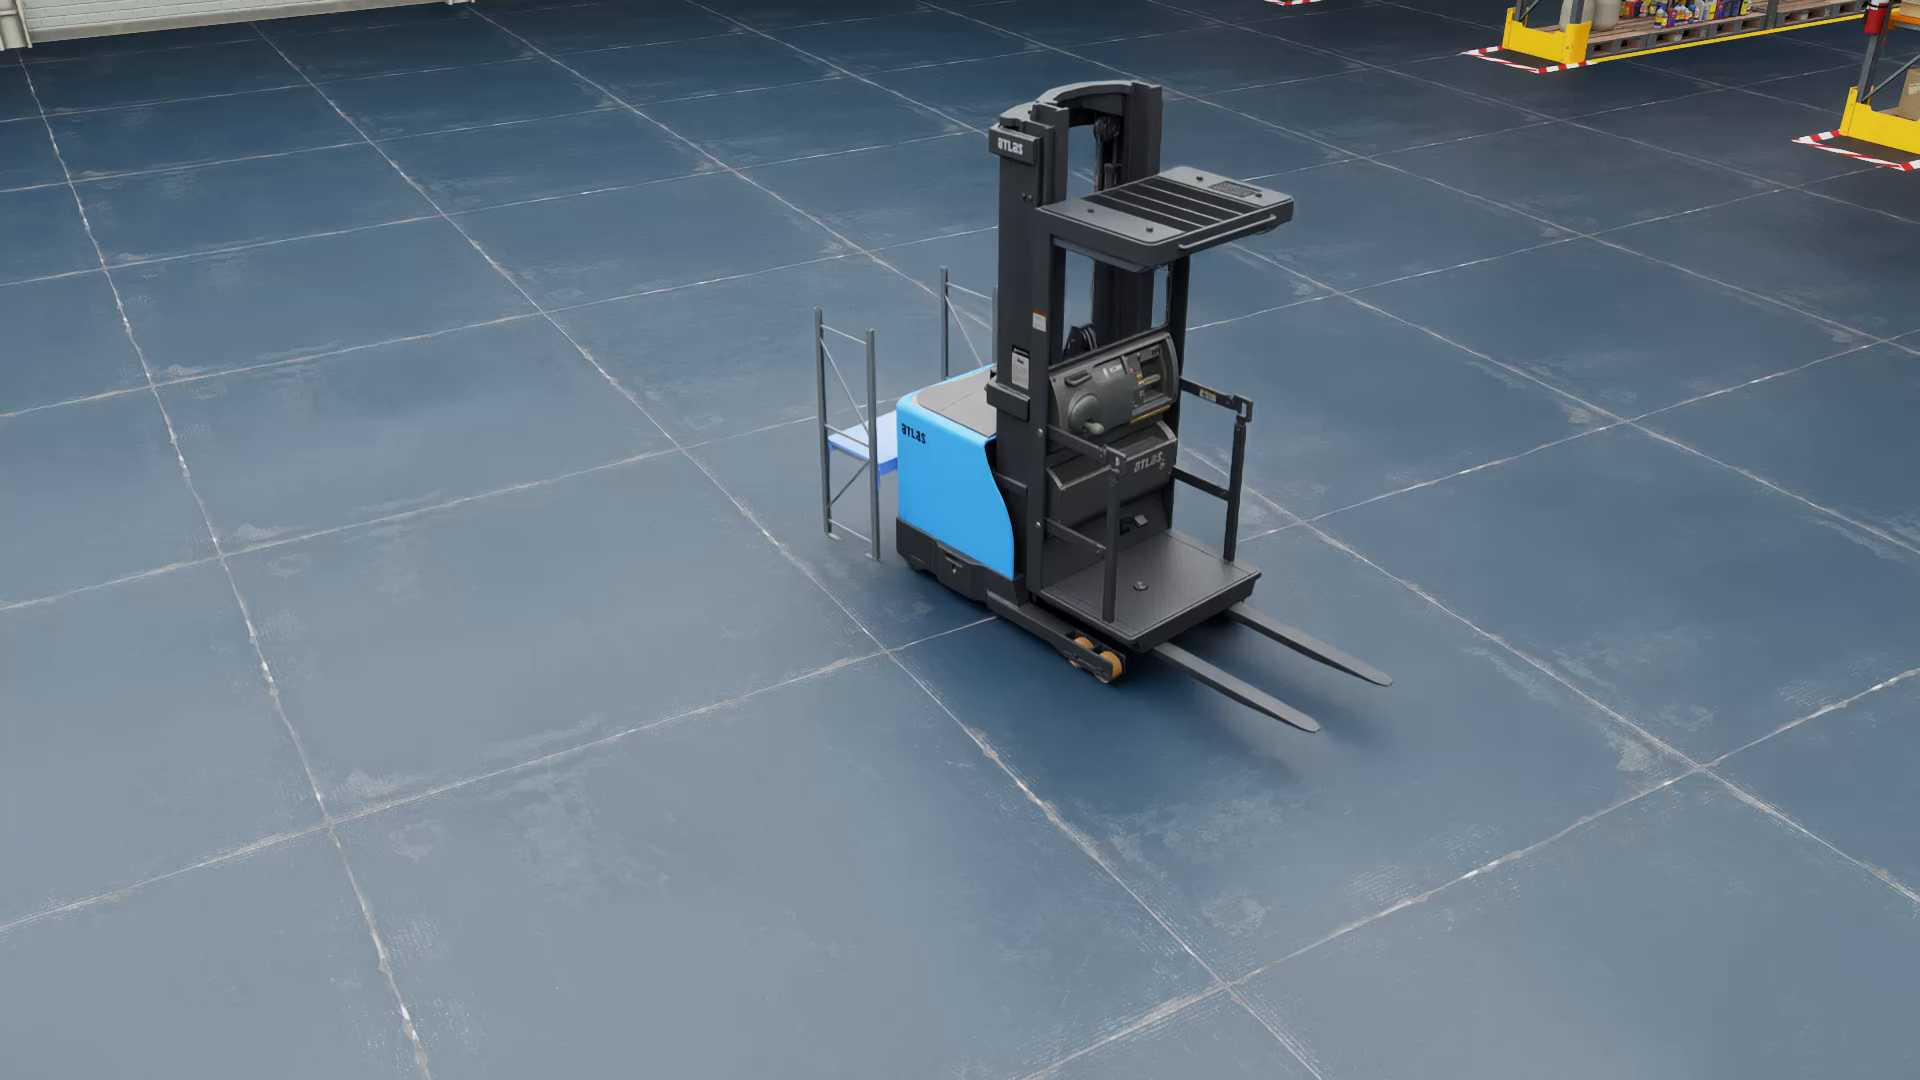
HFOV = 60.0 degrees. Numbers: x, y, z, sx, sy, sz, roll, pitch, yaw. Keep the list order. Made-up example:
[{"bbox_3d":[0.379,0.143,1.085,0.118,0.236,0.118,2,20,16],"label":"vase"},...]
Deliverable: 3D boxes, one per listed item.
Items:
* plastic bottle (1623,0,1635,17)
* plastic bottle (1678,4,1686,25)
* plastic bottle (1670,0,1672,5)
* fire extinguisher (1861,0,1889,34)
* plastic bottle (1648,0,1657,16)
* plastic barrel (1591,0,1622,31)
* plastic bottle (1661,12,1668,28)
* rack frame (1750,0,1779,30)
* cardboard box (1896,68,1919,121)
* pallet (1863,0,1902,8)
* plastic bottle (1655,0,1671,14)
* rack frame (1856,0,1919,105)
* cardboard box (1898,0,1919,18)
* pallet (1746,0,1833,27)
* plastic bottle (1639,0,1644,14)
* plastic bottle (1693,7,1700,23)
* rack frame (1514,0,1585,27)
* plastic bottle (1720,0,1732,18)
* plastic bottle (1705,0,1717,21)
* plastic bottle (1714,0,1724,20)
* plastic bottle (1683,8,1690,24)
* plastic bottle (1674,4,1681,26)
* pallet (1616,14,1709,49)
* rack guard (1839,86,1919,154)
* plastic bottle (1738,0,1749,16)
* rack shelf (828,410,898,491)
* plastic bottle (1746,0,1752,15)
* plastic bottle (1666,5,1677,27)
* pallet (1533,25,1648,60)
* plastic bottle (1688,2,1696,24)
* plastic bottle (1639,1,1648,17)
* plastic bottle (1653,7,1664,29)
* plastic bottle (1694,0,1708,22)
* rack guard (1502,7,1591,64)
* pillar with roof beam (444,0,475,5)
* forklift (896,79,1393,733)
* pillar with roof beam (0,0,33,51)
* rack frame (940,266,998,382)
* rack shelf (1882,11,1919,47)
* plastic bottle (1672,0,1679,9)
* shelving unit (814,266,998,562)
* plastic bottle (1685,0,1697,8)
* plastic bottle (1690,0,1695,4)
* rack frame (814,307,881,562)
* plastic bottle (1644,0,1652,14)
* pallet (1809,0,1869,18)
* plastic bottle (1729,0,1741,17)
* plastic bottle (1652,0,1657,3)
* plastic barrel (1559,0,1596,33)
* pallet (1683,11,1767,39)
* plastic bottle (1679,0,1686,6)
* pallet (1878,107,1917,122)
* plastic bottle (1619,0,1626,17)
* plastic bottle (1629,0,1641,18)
[{"bbox_3d":[9.253,-7.382,22.984,0.135,0.276,0.152,-16,33,-26],"label":"plastic bottle"},{"bbox_3d":[9.763,-7.120,22.514,0.097,0.271,0.097,0,29,0],"label":"plastic bottle"},{"bbox_3d":[9.932,-7.554,23.301,0.097,0.271,0.097,0,29,0],"label":"plastic bottle"},{"bbox_3d":[9.837,-5.766,17.772,0.183,0.674,0.296,-16,33,-26],"label":"fire extinguisher"},{"bbox_3d":[9.612,-7.386,23.068,0.097,0.201,0.097,0,29,0],"label":"plastic bottle"},{"bbox_3d":[8.621,-7.110,22.267,0.421,0.512,0.421,0,29,0],"label":"plastic barrel"},{"bbox_3d":[9.471,-7.006,22.380,0.097,0.201,0.097,0,29,0],"label":"plastic bottle"},{"bbox_3d":[11.109,-8.679,22.970,0.127,3.000,1.000,-16,33,-26],"label":"rack frame"},{"bbox_3d":[10.716,-4.872,18.224,0.500,0.500,0.500,-10,30,-17],"label":"cardboard box"},{"bbox_3d":[13.870,-8.263,25.103,1.213,0.211,1.003,-16,33,-26],"label":"pallet"},{"bbox_3d":[9.770,-7.448,23.104,0.135,0.276,0.152,-16,33,-26],"label":"plastic bottle"},{"bbox_3d":[10.170,-5.636,17.457,0.127,3.000,1.000,-16,33,-26],"label":"rack frame"},{"bbox_3d":[10.311,-5.682,17.800,0.250,0.149,0.380,-16,33,-26],"label":"cardboard box"},{"bbox_3d":[11.766,-7.666,24.021,1.213,0.211,1.003,-16,33,-26],"label":"pallet"},{"bbox_3d":[9.372,-7.416,23.045,0.135,0.276,0.152,-17,33,-28],"label":"plastic bottle"},{"bbox_3d":[10.026,-7.164,22.666,0.097,0.201,0.097,0,29,0],"label":"plastic bottle"},{"bbox_3d":[7.660,-7.700,21.195,0.127,3.000,1.000,-16,33,-26],"label":"rack frame"},{"bbox_3d":[10.534,-7.387,22.915,0.185,0.351,0.144,-18,33,-29],"label":"plastic bottle"},{"bbox_3d":[10.256,-7.308,22.772,0.185,0.351,0.144,-16,33,-27],"label":"plastic bottle"},{"bbox_3d":[10.415,-7.300,22.828,0.133,0.283,0.061,-14,32,-23],"label":"plastic bottle"},{"bbox_3d":[9.849,-7.114,22.575,0.097,0.201,0.097,0,29,0],"label":"plastic bottle"},{"bbox_3d":[9.677,-7.096,22.469,0.097,0.271,0.097,0,29,0],"label":"plastic bottle"},{"bbox_3d":[9.456,-7.010,22.832,1.213,0.211,1.003,-16,33,-26],"label":"pallet"},{"bbox_3d":[10.235,-4.560,18.094,0.348,0.500,1.175,-16,33,-26],"label":"rack guard"},{"bbox_3d":[10.861,-7.427,23.057,0.133,0.283,0.061,-14,32,-24],"label":"plastic bottle"},{"bbox_3d":[-0.303,-0.627,10.304,1.000,0.185,0.538,-25,38,-38],"label":"rack shelf"},{"bbox_3d":[10.954,-7.427,23.143,0.097,0.201,0.097,0,29,0],"label":"plastic bottle"},{"bbox_3d":[9.586,-7.065,22.401,0.133,0.283,0.061,-15,32,-26],"label":"plastic bottle"},{"bbox_3d":[8.405,-6.713,22.295,1.213,0.211,1.003,-16,33,-26],"label":"pallet"},{"bbox_3d":[9.938,-7.170,22.604,0.097,0.271,0.097,0,29,0],"label":"plastic bottle"},{"bbox_3d":[9.452,-7.336,22.978,0.097,0.201,0.097,0,29,0],"label":"plastic bottle"},{"bbox_3d":[9.381,-7.012,22.317,0.097,0.271,0.097,0,29,0],"label":"plastic bottle"},{"bbox_3d":[10.114,-7.237,22.721,0.135,0.276,0.152,-15,32,-25],"label":"plastic bottle"},{"bbox_3d":[7.702,-6.643,21.869,0.348,0.500,1.175,-16,33,-26],"label":"rack guard"},{"bbox_3d":[-5.359,-10.254,19.615,0.400,9.000,9.100,-16,33,-26],"label":"pillar with roof beam"},{"bbox_3d":[0.974,-0.793,8.752,1.130,2.935,3.031,-24,37,-36],"label":"forklift"},{"bbox_3d":[-10.532,-8.785,16.954,0.400,9.000,9.100,-16,33,-26],"label":"pillar with roof beam"},{"bbox_3d":[0.062,-0.956,10.527,0.032,1.500,0.500,-25,38,-38],"label":"rack frame"},{"bbox_3d":[11.894,-5.811,18.518,4.000,0.370,1.077,-16,33,-26],"label":"rack shelf"},{"bbox_3d":[10.040,-7.641,23.375,0.185,0.351,0.144,-17,33,-28],"label":"plastic bottle"},{"bbox_3d":[-0.303,-0.784,10.217,1.048,1.500,0.538,-25,38,-38],"label":"shelving unit"},{"bbox_3d":[10.276,-7.627,23.350,0.185,0.351,0.144,-16,33,-26],"label":"plastic bottle"},{"bbox_3d":[10.059,-7.284,22.799,0.133,0.283,0.061,-16,33,-26],"label":"plastic bottle"},{"bbox_3d":[-0.668,-0.613,9.907,0.032,1.500,0.500,-25,38,-38],"label":"rack frame"},{"bbox_3d":[9.513,-7.491,23.104,0.185,0.351,0.144,-14,32,-24],"label":"plastic bottle"},{"bbox_3d":[12.819,-7.967,24.566,1.213,0.211,1.003,-16,33,-26],"label":"pallet"},{"bbox_3d":[10.700,-7.434,23.000,0.185,0.351,0.144,-17,33,-28],"label":"plastic bottle"},{"bbox_3d":[9.674,-7.537,23.186,0.185,0.351,0.144,-16,33,-27],"label":"plastic bottle"},{"bbox_3d":[8.189,-6.987,22.045,0.421,0.512,0.421,0,29,0],"label":"plastic barrel"},{"bbox_3d":[10.509,-7.311,23.377,1.213,0.211,1.003,-16,33,-26],"label":"pallet"},{"bbox_3d":[10.139,-7.566,23.322,0.097,0.271,0.097,0,29,0],"label":"plastic bottle"},{"bbox_3d":[10.953,-4.618,18.498,1.213,0.211,1.003,-16,33,-26],"label":"pallet"},{"bbox_3d":[9.113,-7.371,22.957,0.133,0.283,0.061,-15,32,-25],"label":"plastic bottle"},{"bbox_3d":[9.307,-7.341,22.902,0.133,0.283,0.061,-16,33,-26],"label":"plastic bottle"}]
